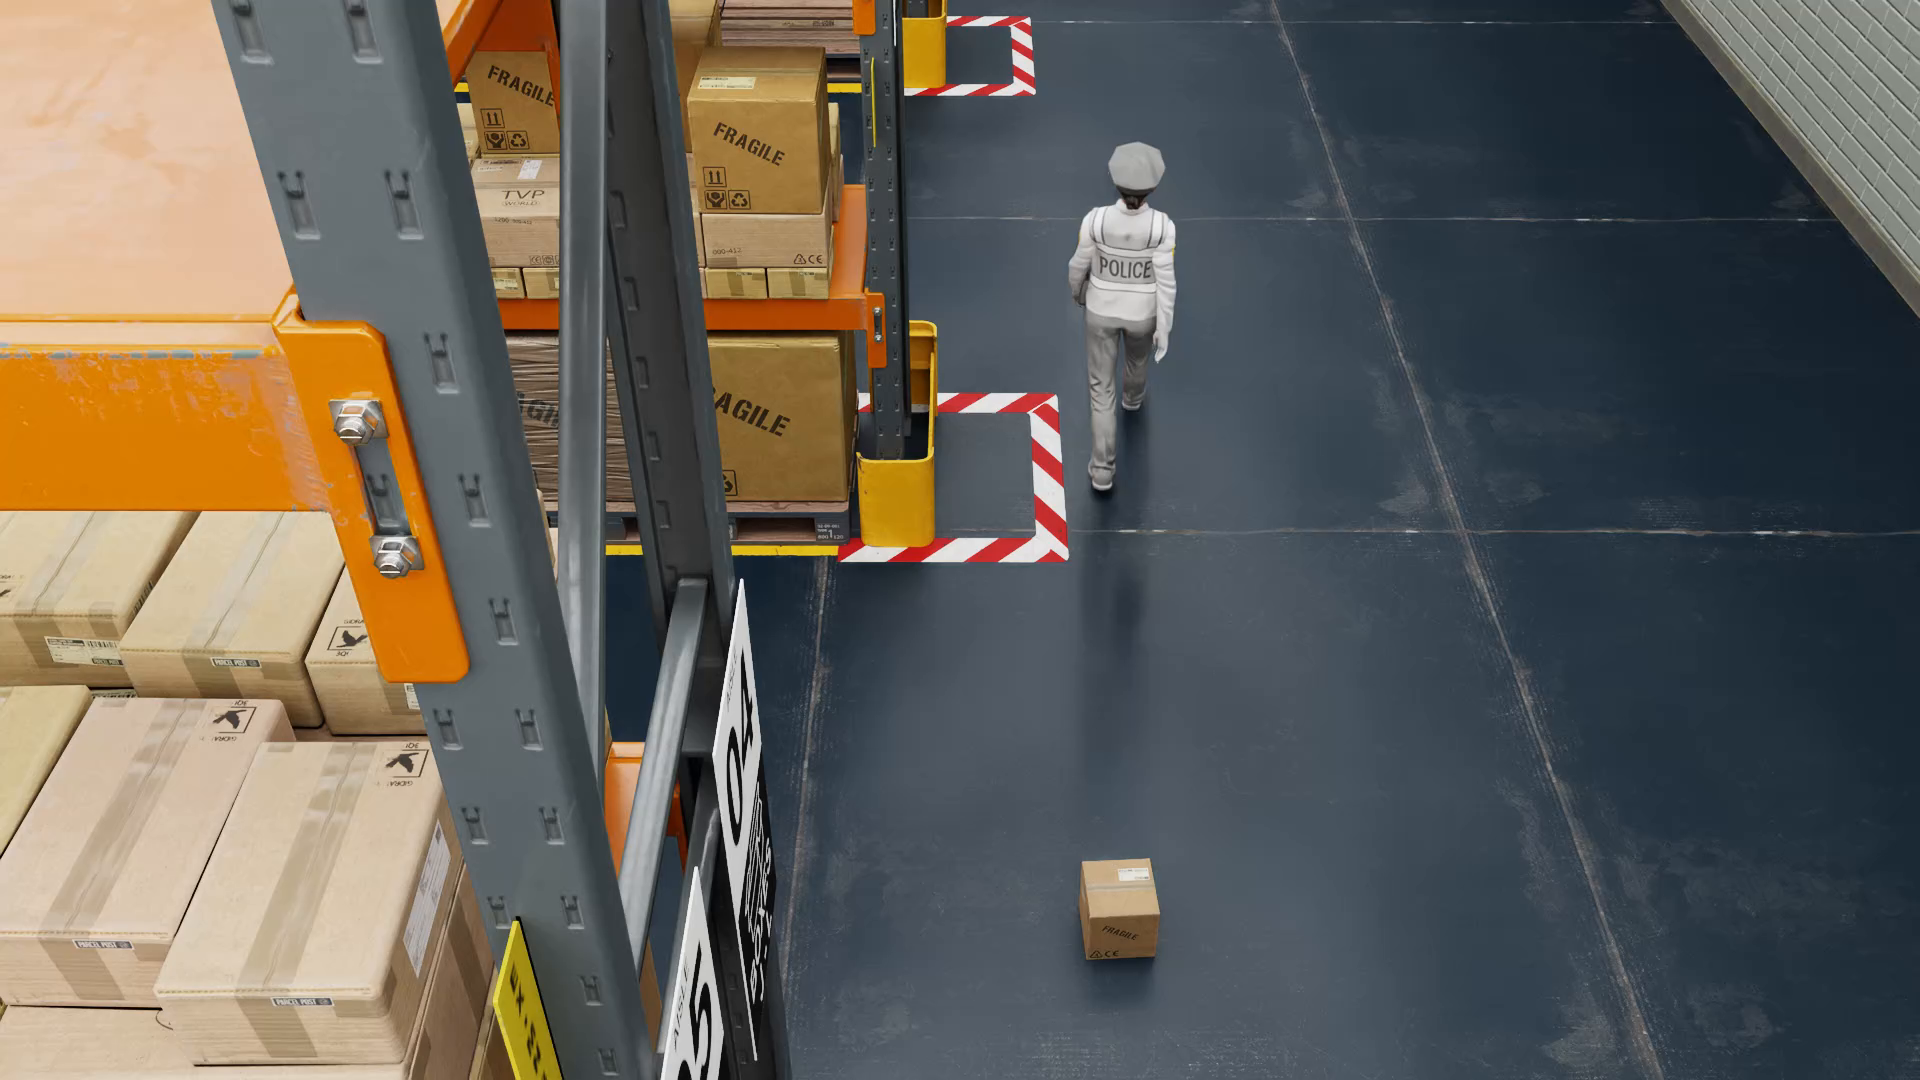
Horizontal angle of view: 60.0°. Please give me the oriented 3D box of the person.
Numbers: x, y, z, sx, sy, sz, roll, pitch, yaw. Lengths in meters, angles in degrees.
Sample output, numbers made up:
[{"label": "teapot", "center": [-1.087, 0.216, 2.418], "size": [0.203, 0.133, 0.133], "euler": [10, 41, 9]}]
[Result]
[{"label": "person", "center": [0.748, -1.149, 7.847], "size": [0.489, 1.638, 0.962], "euler": [1, 40, 1]}]
